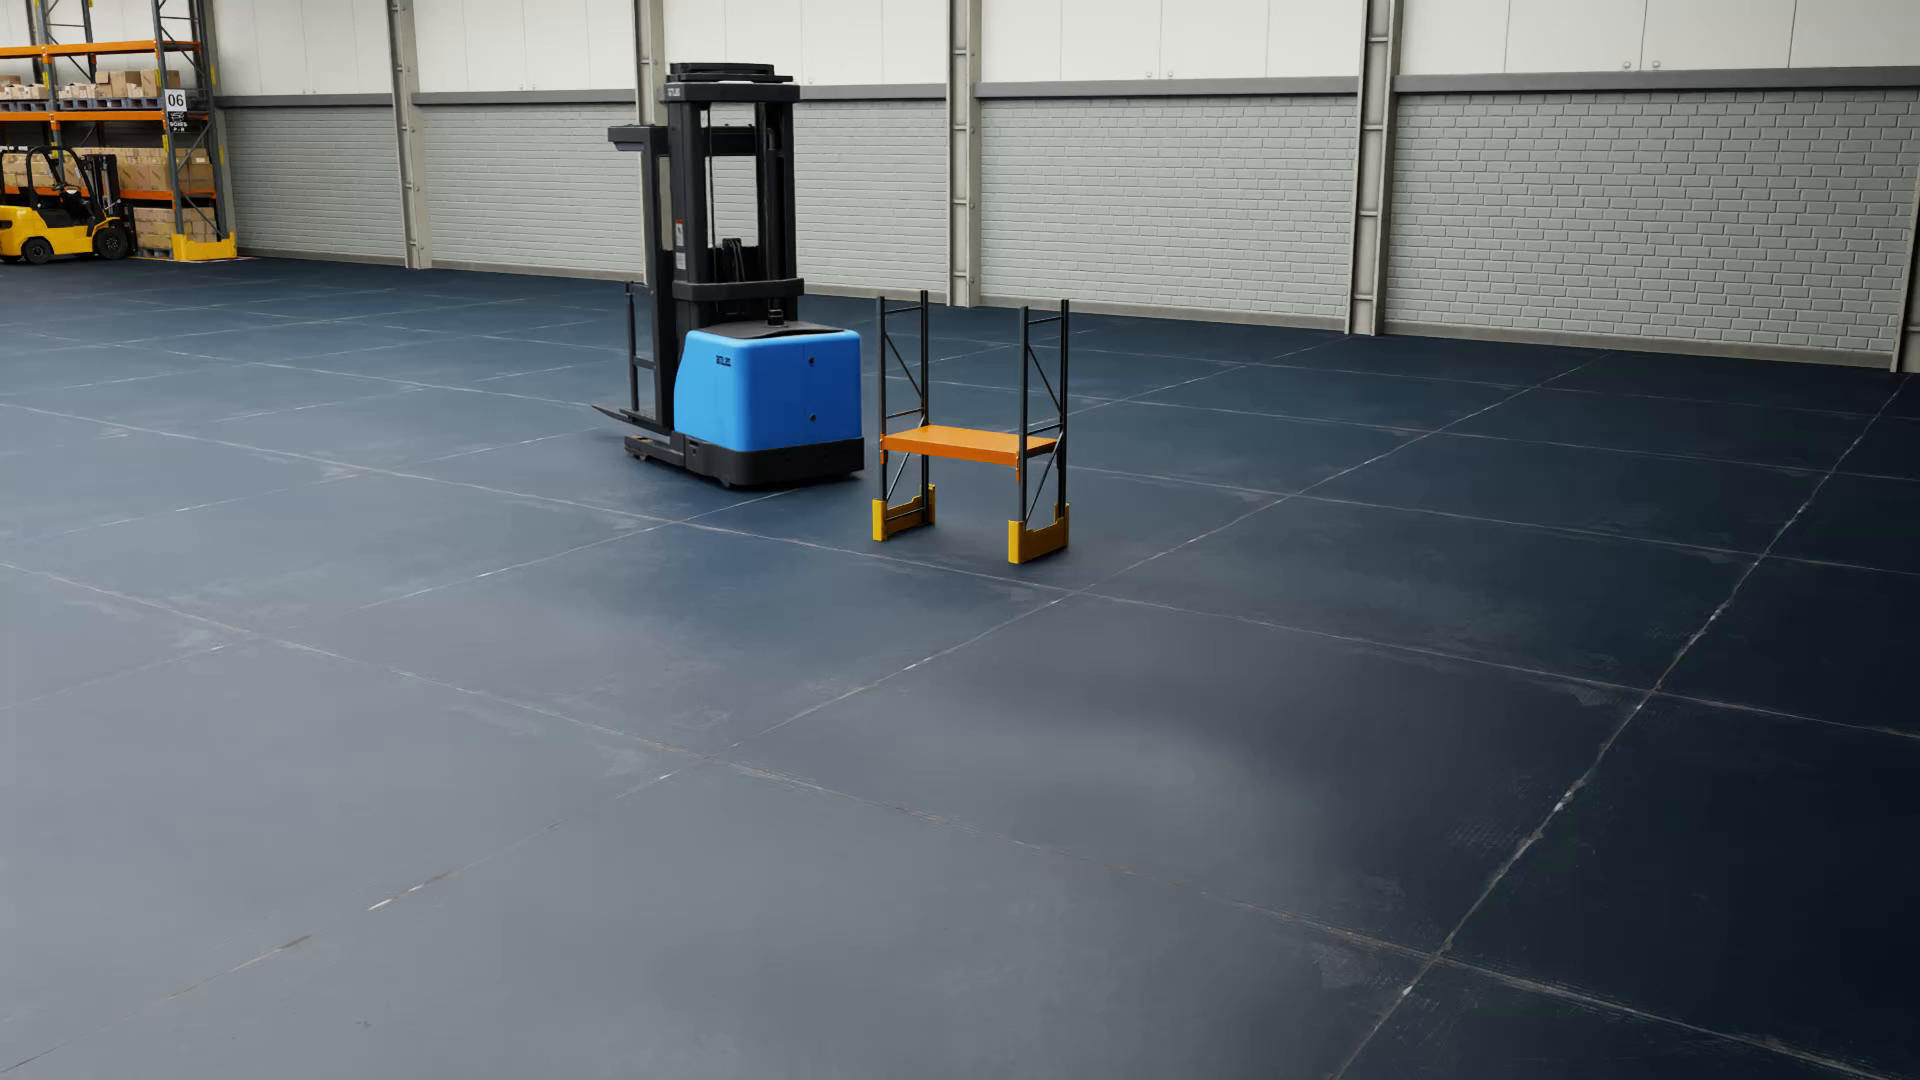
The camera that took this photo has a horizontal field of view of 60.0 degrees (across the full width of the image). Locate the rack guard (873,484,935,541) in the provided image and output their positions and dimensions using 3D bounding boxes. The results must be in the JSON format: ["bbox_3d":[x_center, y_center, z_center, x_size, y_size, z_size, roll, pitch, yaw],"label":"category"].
[{"bbox_3d":[-0.350,-0.178,10.522,0.087,0.250,0.587,9,17,33],"label":"rack guard"}]

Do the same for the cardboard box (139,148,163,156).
[{"bbox_3d":[-15.841,-7.593,32.578,0.250,0.149,0.380,9,17,33],"label":"cardboard box"}]

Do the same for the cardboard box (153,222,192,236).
[{"bbox_3d":[-15.385,-6.089,32.488,0.500,0.250,0.500,9,16,32],"label":"cardboard box"}]

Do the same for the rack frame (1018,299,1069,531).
[{"bbox_3d":[0.493,-0.648,9.821,0.032,1.500,0.500,9,17,33],"label":"rack frame"}]

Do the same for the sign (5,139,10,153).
[{"bbox_3d":[-21.138,-8.721,36.900,0.005,0.325,0.100,9,17,33],"label":"sign"}]

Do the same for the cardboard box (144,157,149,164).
[{"bbox_3d":[-15.660,-7.404,32.433,0.250,0.149,0.380,10,17,34],"label":"cardboard box"}]

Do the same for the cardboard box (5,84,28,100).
[{"bbox_3d":[-19.499,-9.328,34.623,0.500,0.311,0.500,9,16,31],"label":"cardboard box"}]

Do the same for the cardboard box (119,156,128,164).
[{"bbox_3d":[-16.329,-7.496,32.804,0.250,0.149,0.380,9,17,33],"label":"cardboard box"}]

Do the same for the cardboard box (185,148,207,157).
[{"bbox_3d":[-14.966,-7.570,32.485,0.250,0.149,0.380,9,16,32],"label":"cardboard box"}]

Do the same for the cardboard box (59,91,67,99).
[{"bbox_3d":[-17.923,-8.977,33.543,0.250,0.149,0.380,10,17,34],"label":"cardboard box"}]

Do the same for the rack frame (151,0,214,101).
[{"bbox_3d":[-14.806,-9.887,31.535,0.127,3.000,1.000,9,17,33],"label":"rack frame"}]

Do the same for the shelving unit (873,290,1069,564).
[{"bbox_3d":[0.063,-0.718,10.102,1.083,1.500,0.587,9,17,33],"label":"shelving unit"}]

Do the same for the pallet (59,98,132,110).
[{"bbox_3d":[-17.403,-8.815,33.632,1.213,0.211,1.003,9,17,33],"label":"pallet"}]

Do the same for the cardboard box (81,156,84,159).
[{"bbox_3d":[-17.560,-7.716,33.691,0.250,0.149,0.380,9,17,33],"label":"cardboard box"}]

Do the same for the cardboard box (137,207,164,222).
[{"bbox_3d":[-15.790,-6.396,32.686,0.500,0.250,0.500,10,17,34],"label":"cardboard box"}]

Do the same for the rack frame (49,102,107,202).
[{"bbox_3d":[-18.126,-7.511,34.423,0.127,3.000,1.000,9,17,33],"label":"rack frame"}]

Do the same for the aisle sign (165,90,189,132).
[{"bbox_3d":[-14.916,-8.169,31.672,0.004,0.787,0.394,9,17,33],"label":"aisle sign"}]

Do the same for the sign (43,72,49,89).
[{"bbox_3d":[-18.420,-9.261,33.520,0.005,0.325,0.100,9,17,33],"label":"sign"}]

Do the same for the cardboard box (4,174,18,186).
[{"bbox_3d":[-19.938,-7.660,35.339,0.500,0.250,0.500,10,17,35],"label":"cardboard box"}]

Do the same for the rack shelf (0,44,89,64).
[{"bbox_3d":[-19.785,-10.148,34.920,4.000,0.370,1.077,9,17,33],"label":"rack shelf"}]

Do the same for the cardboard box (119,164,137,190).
[{"bbox_3d":[-16.212,-7.177,32.865,0.500,0.500,0.500,9,16,32],"label":"cardboard box"}]

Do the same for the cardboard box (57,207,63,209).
[{"bbox_3d":[-19.204,-6.736,35.358,0.625,0.625,0.875,9,17,32],"label":"cardboard box"}]

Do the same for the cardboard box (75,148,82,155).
[{"bbox_3d":[-17.749,-7.903,33.831,0.250,0.149,0.380,9,17,34],"label":"cardboard box"}]

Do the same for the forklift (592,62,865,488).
[{"bbox_3d":[-1.954,-2.091,12.668,1.130,2.935,3.031,-10,17,-34],"label":"forklift"}]

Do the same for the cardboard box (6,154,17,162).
[{"bbox_3d":[-19.873,-8.062,35.089,0.250,0.149,0.380,9,16,31],"label":"cardboard box"}]

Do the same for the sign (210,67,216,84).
[{"bbox_3d":[-14.492,-9.003,32.225,0.005,0.325,0.100,9,17,33],"label":"sign"}]

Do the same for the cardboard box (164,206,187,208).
[{"bbox_3d":[-15.516,-6.498,33.097,0.500,0.250,0.500,9,17,33],"label":"cardboard box"}]

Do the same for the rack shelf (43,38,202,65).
[{"bbox_3d":[-16.466,-9.612,32.753,4.000,0.370,1.077,9,17,33],"label":"rack shelf"}]

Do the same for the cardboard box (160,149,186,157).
[{"bbox_3d":[-15.221,-7.489,32.155,0.250,0.149,0.380,9,17,33],"label":"cardboard box"}]

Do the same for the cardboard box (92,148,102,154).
[{"bbox_3d":[-17.156,-7.783,33.345,0.250,0.149,0.380,9,16,32],"label":"cardboard box"}]

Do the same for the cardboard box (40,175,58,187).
[{"bbox_3d":[-18.690,-7.454,34.504,0.500,0.250,0.500,10,17,34],"label":"cardboard box"}]

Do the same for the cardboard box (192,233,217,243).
[{"bbox_3d":[-15.105,-5.949,32.960,0.500,0.250,0.500,9,17,33],"label":"cardboard box"}]

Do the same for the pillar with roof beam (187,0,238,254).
[{"bbox_3d":[-17.284,-9.302,29.171,0.400,9.000,9.100,9,17,33],"label":"pillar with roof beam"}]

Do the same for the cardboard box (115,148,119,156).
[{"bbox_3d":[-16.497,-7.693,32.981,0.250,0.149,0.380,9,17,34],"label":"cardboard box"}]

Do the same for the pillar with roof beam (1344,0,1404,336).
[{"bbox_3d":[2.631,-6.083,16.169,0.400,9.000,9.100,9,17,33],"label":"pillar with roof beam"}]

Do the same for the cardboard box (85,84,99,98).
[{"bbox_3d":[-17.063,-8.895,32.968,0.258,0.266,0.396,9,16,31],"label":"cardboard box"}]

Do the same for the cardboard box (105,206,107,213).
[{"bbox_3d":[-17.061,-6.603,33.523,0.500,0.250,0.500,10,17,35],"label":"cardboard box"}]

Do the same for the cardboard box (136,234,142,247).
[{"bbox_3d":[-16.190,-5.981,33.092,0.500,0.250,0.500,9,17,33],"label":"cardboard box"}]

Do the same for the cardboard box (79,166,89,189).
[{"bbox_3d":[-17.462,-7.382,33.692,0.500,0.500,0.500,10,17,34],"label":"cardboard box"}]

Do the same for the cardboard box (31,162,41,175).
[{"bbox_3d":[-19.107,-7.763,34.714,0.500,0.250,0.500,9,16,31],"label":"cardboard box"}]

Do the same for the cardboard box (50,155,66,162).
[{"bbox_3d":[-18.533,-7.876,34.339,0.250,0.149,0.380,10,17,35],"label":"cardboard box"}]

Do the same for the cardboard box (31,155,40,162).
[{"bbox_3d":[-19.223,-7.959,34.675,0.250,0.149,0.380,9,16,31],"label":"cardboard box"}]

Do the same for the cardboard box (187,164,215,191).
[{"bbox_3d":[-15.063,-7.145,32.736,0.500,0.500,0.500,10,17,35],"label":"cardboard box"}]

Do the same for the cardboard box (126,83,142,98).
[{"bbox_3d":[-15.874,-8.702,32.191,0.258,0.266,0.396,9,17,33],"label":"cardboard box"}]

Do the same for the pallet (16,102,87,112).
[{"bbox_3d":[-18.865,-8.990,34.553,1.217,0.209,0.805,8,16,31],"label":"pallet"}]
